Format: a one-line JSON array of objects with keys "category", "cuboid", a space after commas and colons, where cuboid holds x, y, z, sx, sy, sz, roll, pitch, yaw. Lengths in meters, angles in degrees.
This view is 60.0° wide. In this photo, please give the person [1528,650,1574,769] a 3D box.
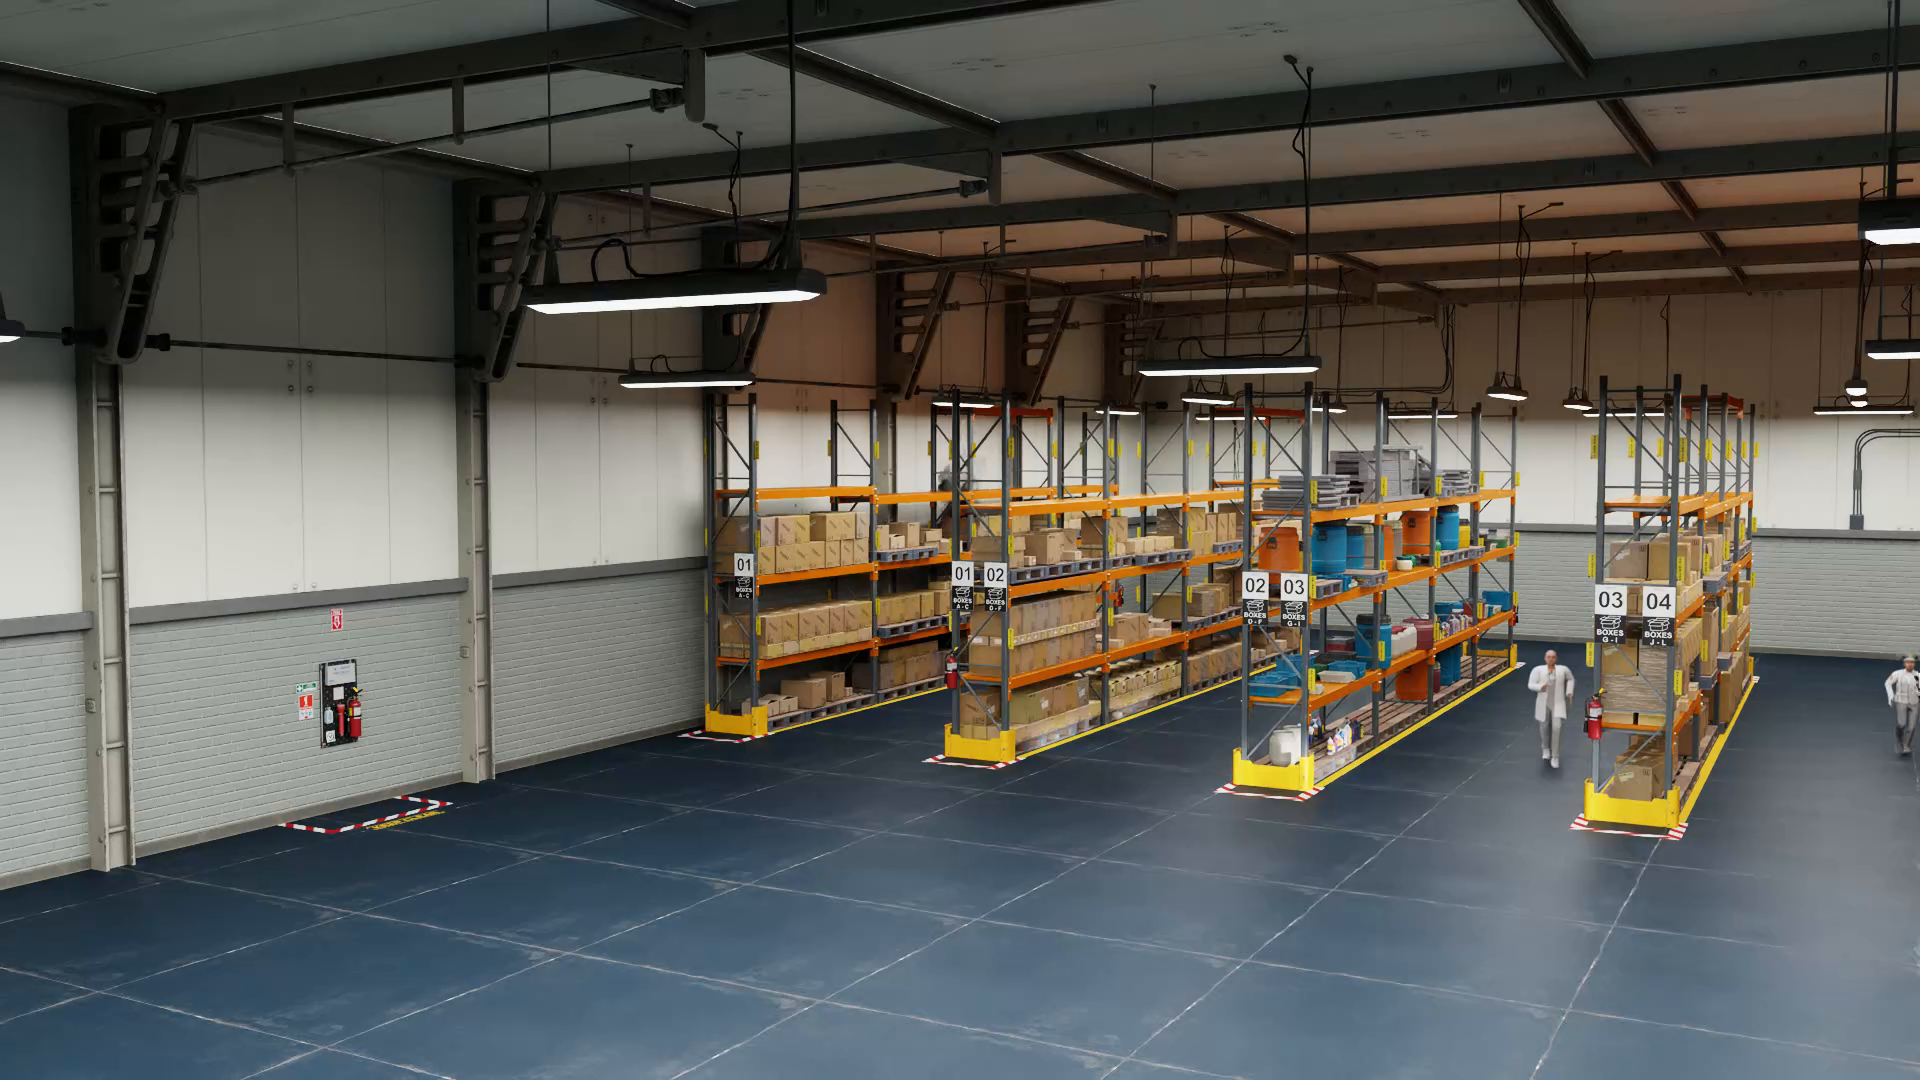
[{"category": "person", "cuboid": [9.417, 2.665, 26.517, 0.678, 1.829, 0.924, 1, 3, 22]}]

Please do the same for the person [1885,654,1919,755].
[{"category": "person", "cuboid": [15.464, 2.685, 27.162, 0.564, 1.672, 0.647, 1, 3, 21]}]
